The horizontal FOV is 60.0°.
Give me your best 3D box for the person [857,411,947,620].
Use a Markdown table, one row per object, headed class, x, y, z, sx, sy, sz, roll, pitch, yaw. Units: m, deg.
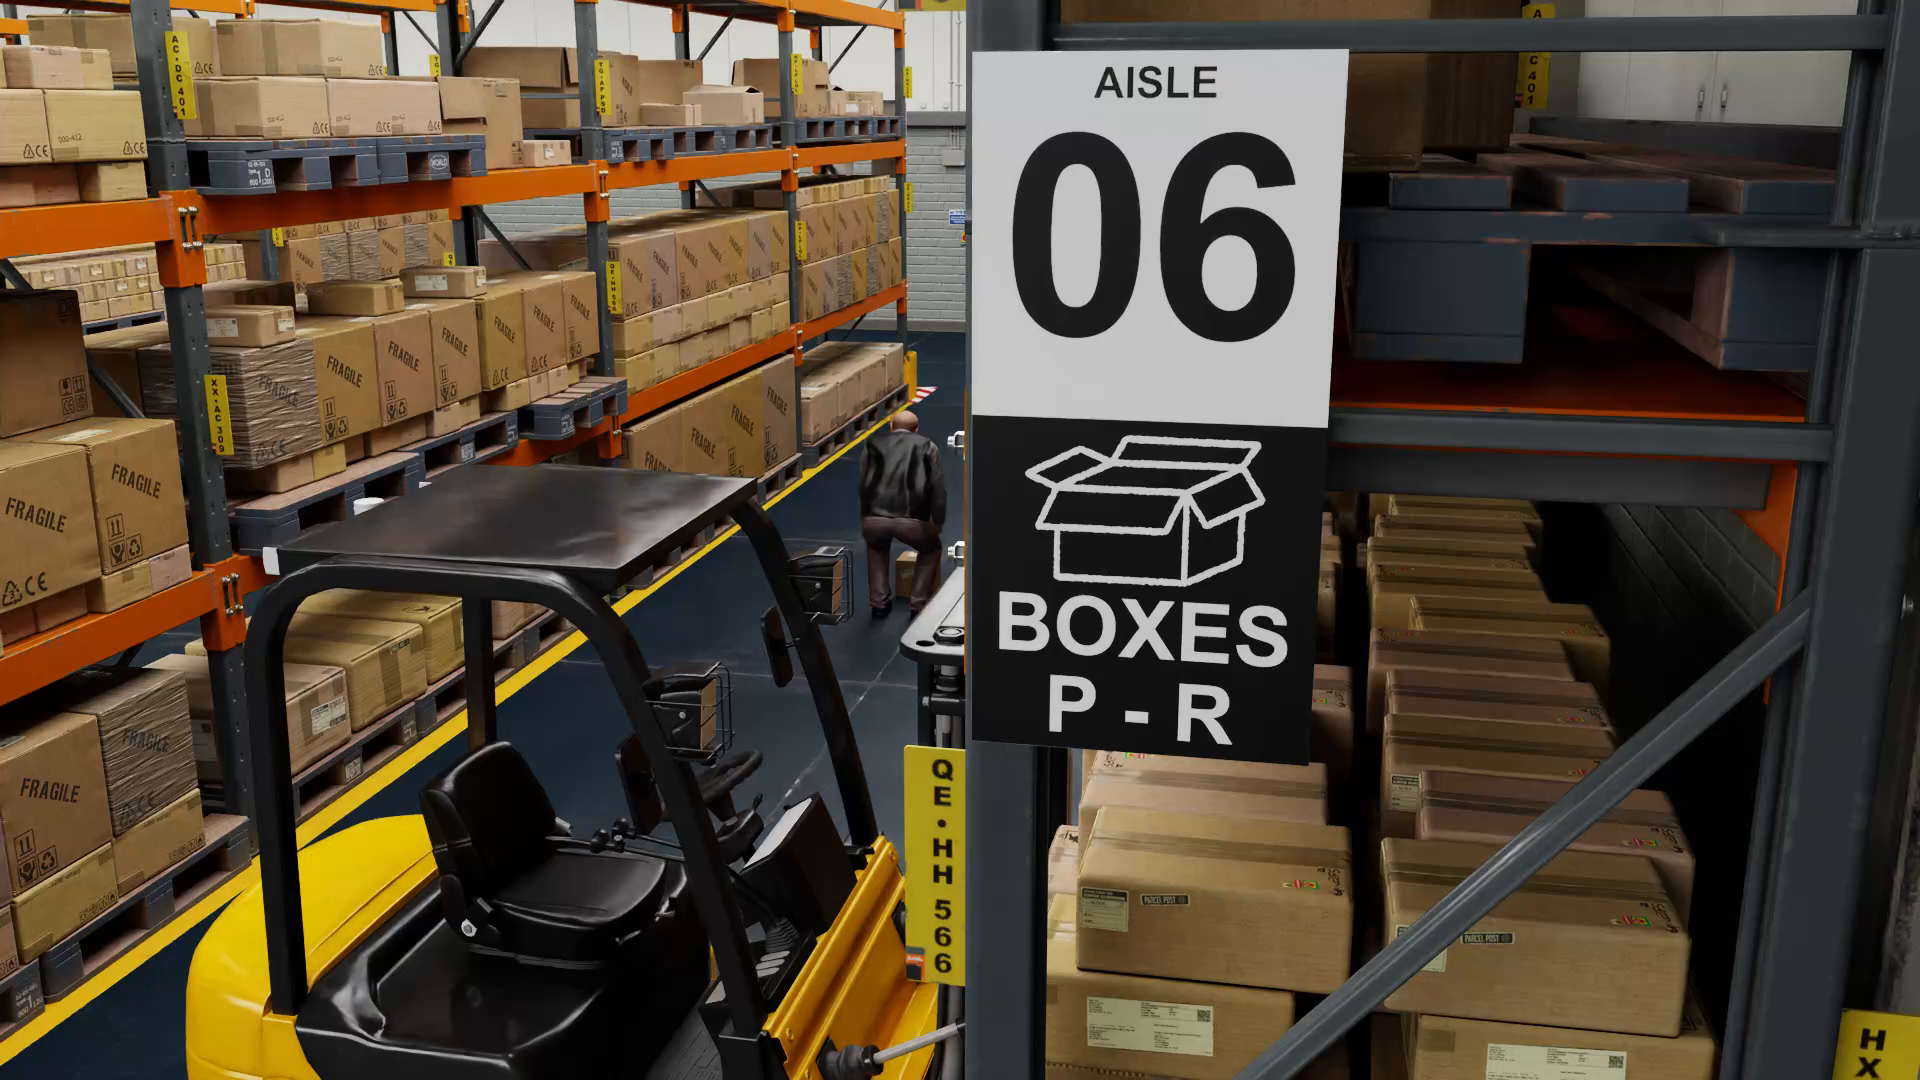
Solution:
| class | x | y | z | sx | sy | sz | roll | pitch | yaw |
| --- | --- | --- | --- | --- | --- | --- | --- | --- | --- |
| person | -0.400 | -0.153 | 10.586 | 0.585 | 1.255 | 0.784 | 3 | 15 | 11 |
